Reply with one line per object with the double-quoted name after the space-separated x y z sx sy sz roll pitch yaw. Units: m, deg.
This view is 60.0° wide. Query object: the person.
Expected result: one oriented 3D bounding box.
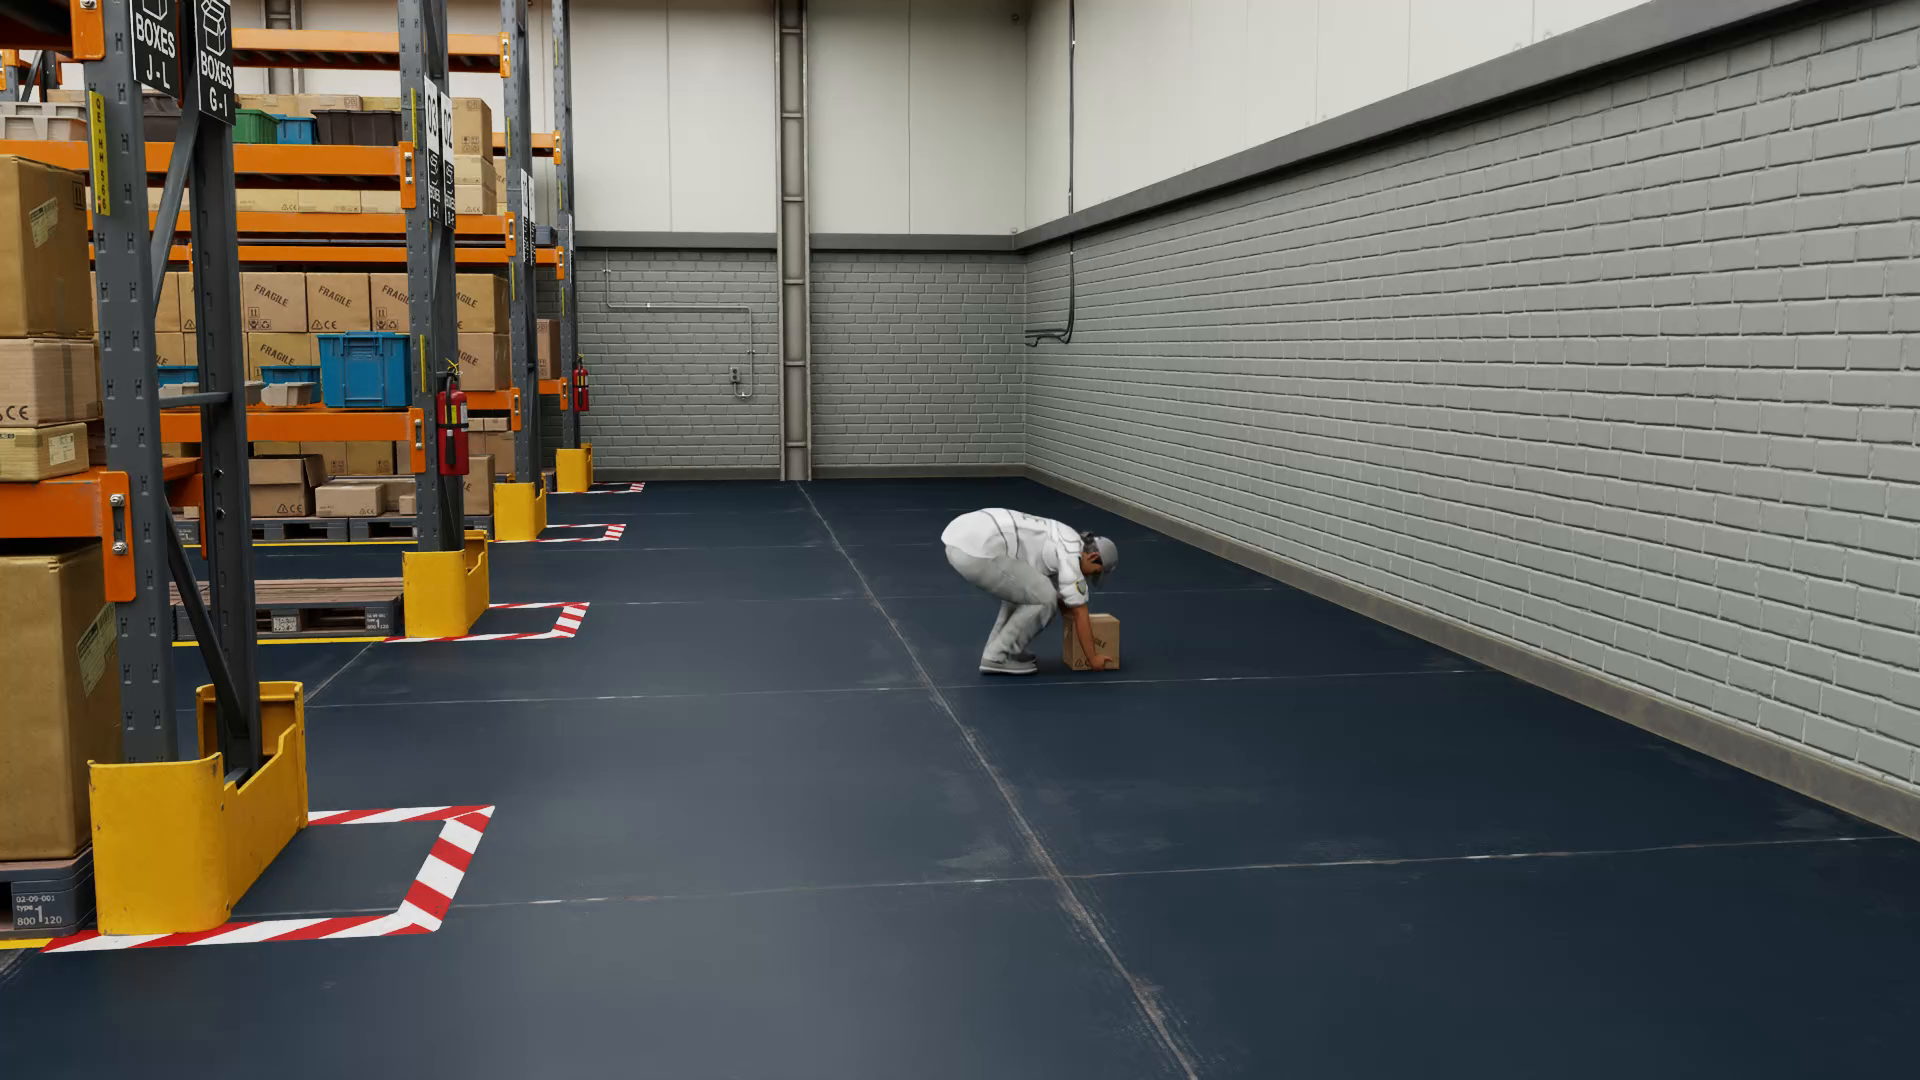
0.376 0.258 8.701 0.939 0.855 0.510 -1 7 -11 "person"
